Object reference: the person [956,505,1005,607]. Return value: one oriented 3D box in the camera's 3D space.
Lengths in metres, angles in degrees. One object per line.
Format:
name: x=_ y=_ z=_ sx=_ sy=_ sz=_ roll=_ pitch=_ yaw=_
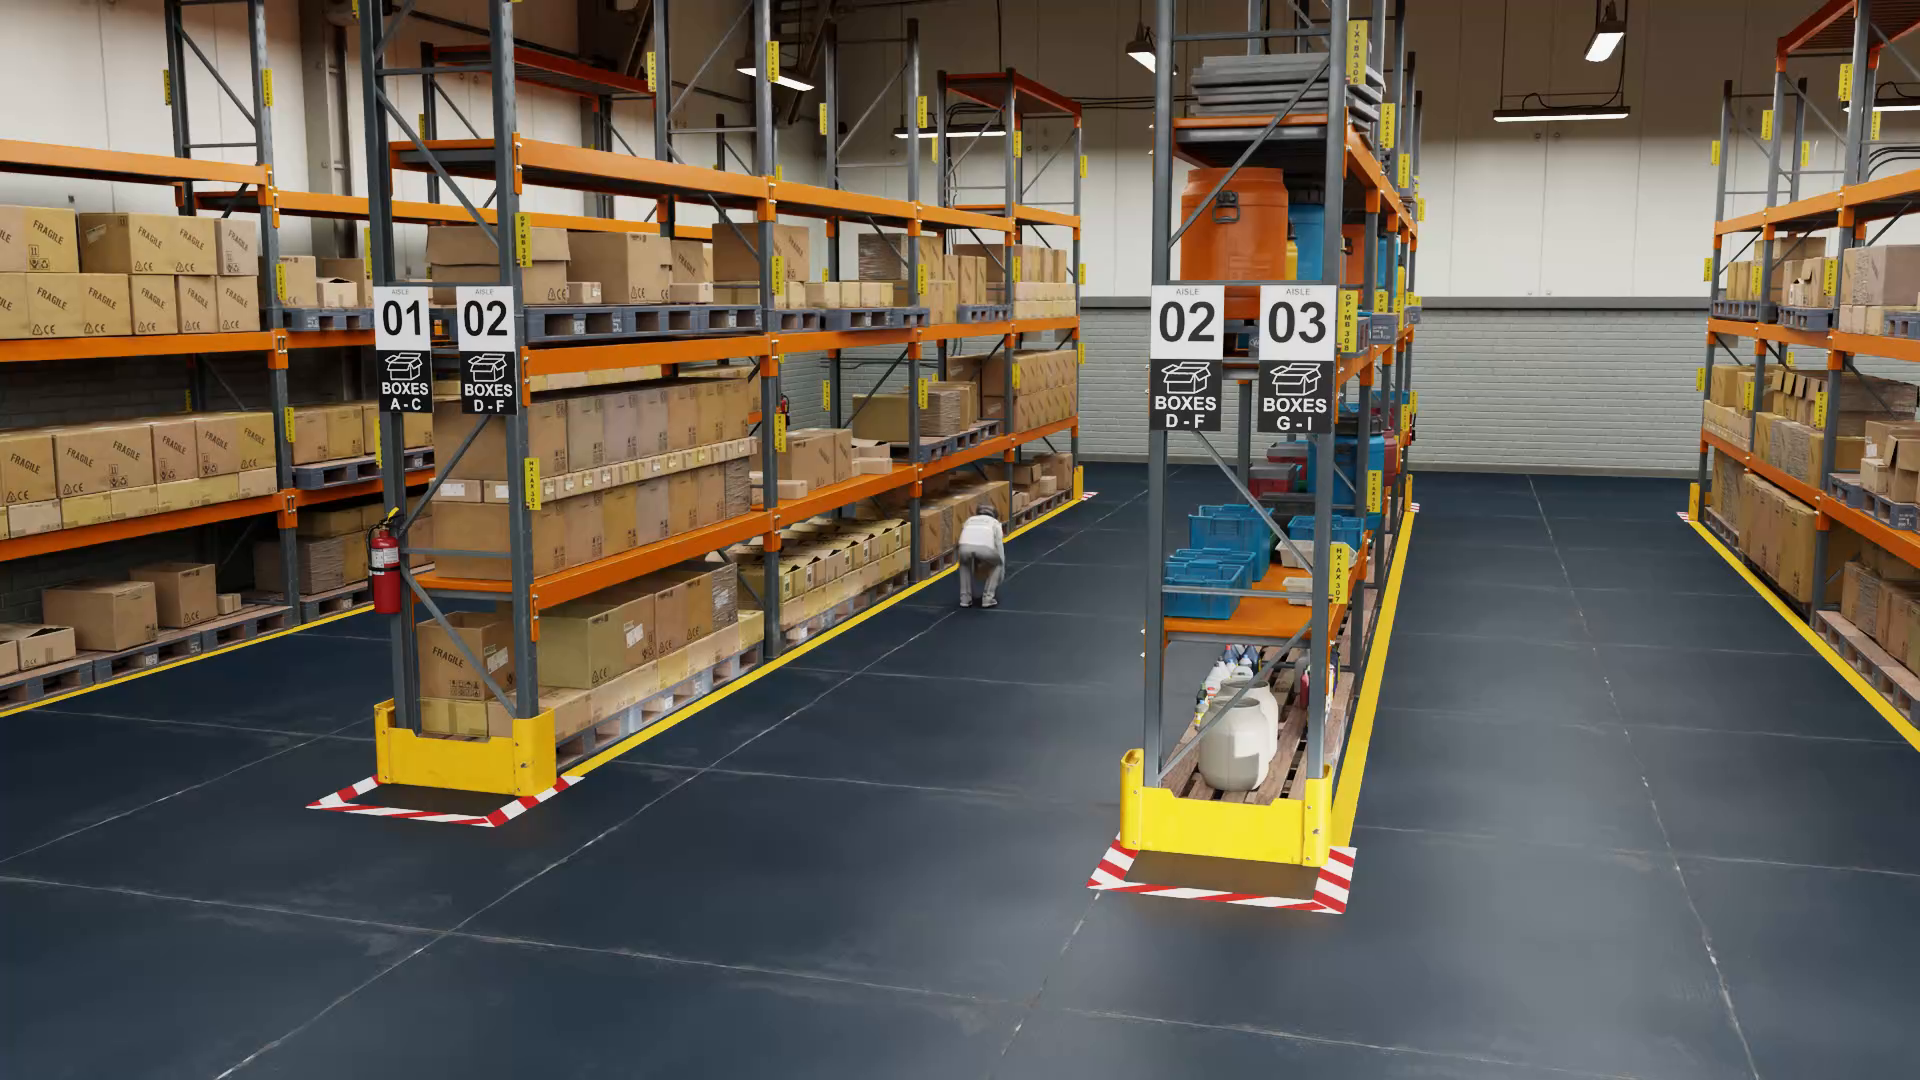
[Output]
person: x=0.214 y=0.168 z=17.039 sx=0.462 sy=0.983 sz=0.911 roll=2 pitch=9 yaw=13
